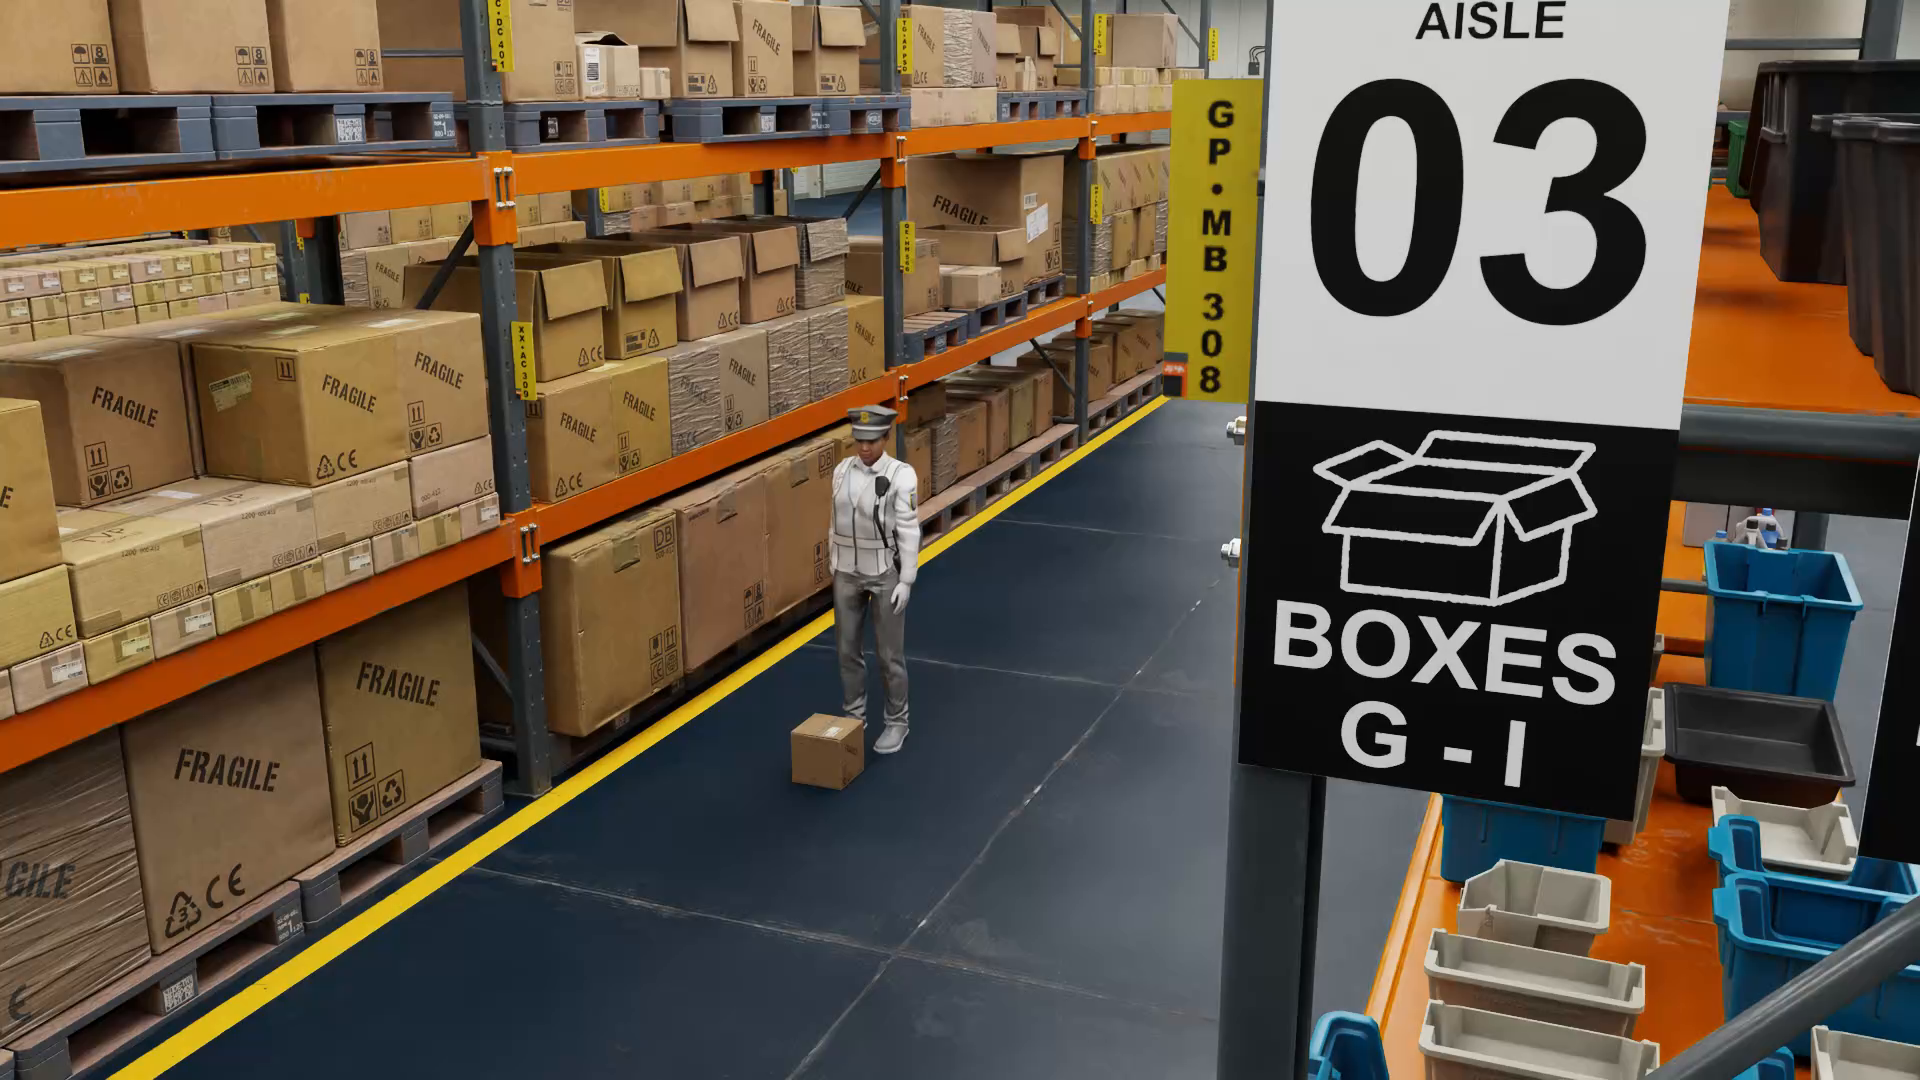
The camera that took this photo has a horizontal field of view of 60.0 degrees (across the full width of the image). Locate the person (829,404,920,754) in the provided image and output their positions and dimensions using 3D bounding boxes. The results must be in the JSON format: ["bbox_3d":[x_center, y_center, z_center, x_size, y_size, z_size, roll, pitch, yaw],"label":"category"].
[{"bbox_3d":[-0.417,0.185,7.871,0.469,1.665,0.328,7,17,23],"label":"person"}]
